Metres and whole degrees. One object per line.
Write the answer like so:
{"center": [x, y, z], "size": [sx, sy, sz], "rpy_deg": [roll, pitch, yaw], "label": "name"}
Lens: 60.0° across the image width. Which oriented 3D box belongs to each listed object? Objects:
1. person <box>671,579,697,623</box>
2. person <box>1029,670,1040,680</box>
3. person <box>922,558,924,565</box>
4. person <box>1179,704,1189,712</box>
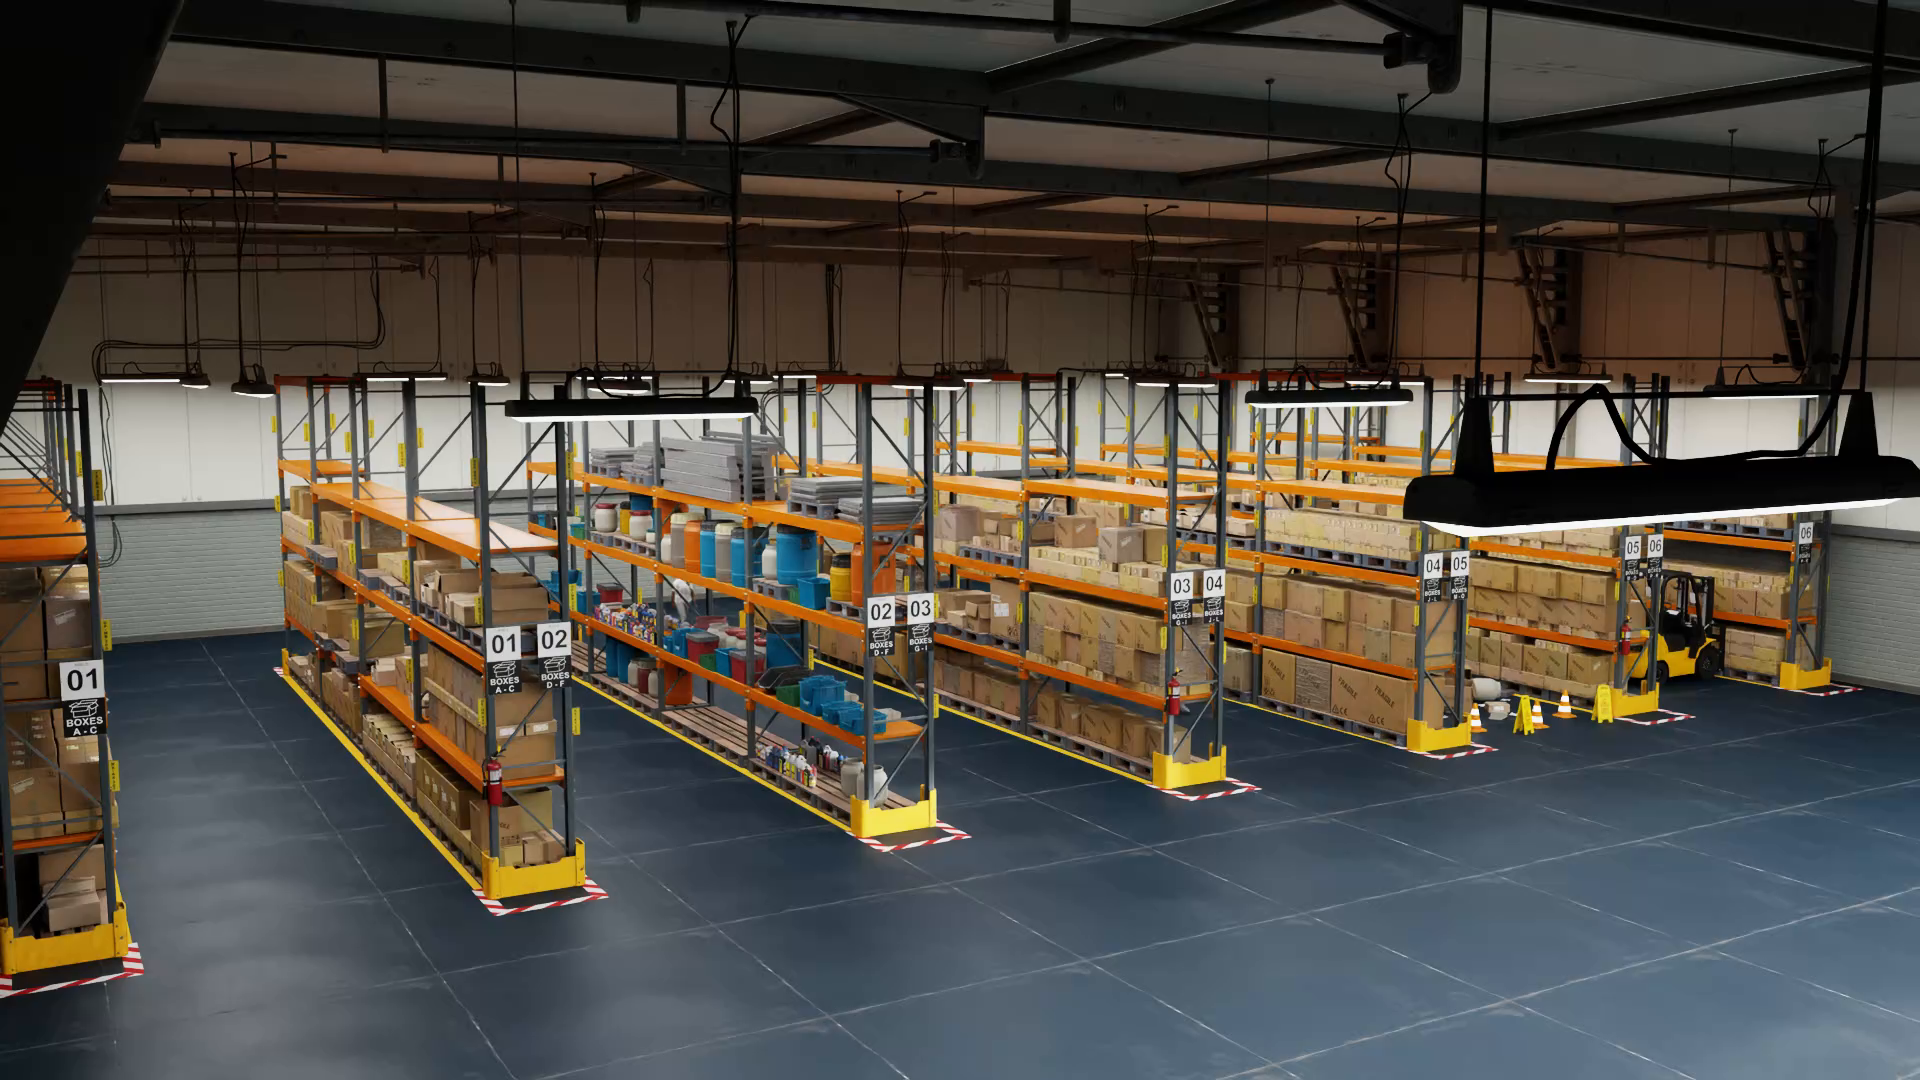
{"center": [-6.228, 1.403, 37.486], "size": [0.489, 1.627, 1.021], "rpy_deg": [-4, 7, -33], "label": "person"}
{"center": [1.494, 1.883, 32.644], "size": [0.598, 1.759, 1.037], "rpy_deg": [-3, 7, -22], "label": "person"}
{"center": [-0.760, 0.890, 42.411], "size": [0.424, 1.576, 0.659], "rpy_deg": [4, 7, 30], "label": "person"}
{"center": [3.761, 2.178, 29.861], "size": [0.566, 1.731, 0.926], "rpy_deg": [0, 6, -3], "label": "person"}
